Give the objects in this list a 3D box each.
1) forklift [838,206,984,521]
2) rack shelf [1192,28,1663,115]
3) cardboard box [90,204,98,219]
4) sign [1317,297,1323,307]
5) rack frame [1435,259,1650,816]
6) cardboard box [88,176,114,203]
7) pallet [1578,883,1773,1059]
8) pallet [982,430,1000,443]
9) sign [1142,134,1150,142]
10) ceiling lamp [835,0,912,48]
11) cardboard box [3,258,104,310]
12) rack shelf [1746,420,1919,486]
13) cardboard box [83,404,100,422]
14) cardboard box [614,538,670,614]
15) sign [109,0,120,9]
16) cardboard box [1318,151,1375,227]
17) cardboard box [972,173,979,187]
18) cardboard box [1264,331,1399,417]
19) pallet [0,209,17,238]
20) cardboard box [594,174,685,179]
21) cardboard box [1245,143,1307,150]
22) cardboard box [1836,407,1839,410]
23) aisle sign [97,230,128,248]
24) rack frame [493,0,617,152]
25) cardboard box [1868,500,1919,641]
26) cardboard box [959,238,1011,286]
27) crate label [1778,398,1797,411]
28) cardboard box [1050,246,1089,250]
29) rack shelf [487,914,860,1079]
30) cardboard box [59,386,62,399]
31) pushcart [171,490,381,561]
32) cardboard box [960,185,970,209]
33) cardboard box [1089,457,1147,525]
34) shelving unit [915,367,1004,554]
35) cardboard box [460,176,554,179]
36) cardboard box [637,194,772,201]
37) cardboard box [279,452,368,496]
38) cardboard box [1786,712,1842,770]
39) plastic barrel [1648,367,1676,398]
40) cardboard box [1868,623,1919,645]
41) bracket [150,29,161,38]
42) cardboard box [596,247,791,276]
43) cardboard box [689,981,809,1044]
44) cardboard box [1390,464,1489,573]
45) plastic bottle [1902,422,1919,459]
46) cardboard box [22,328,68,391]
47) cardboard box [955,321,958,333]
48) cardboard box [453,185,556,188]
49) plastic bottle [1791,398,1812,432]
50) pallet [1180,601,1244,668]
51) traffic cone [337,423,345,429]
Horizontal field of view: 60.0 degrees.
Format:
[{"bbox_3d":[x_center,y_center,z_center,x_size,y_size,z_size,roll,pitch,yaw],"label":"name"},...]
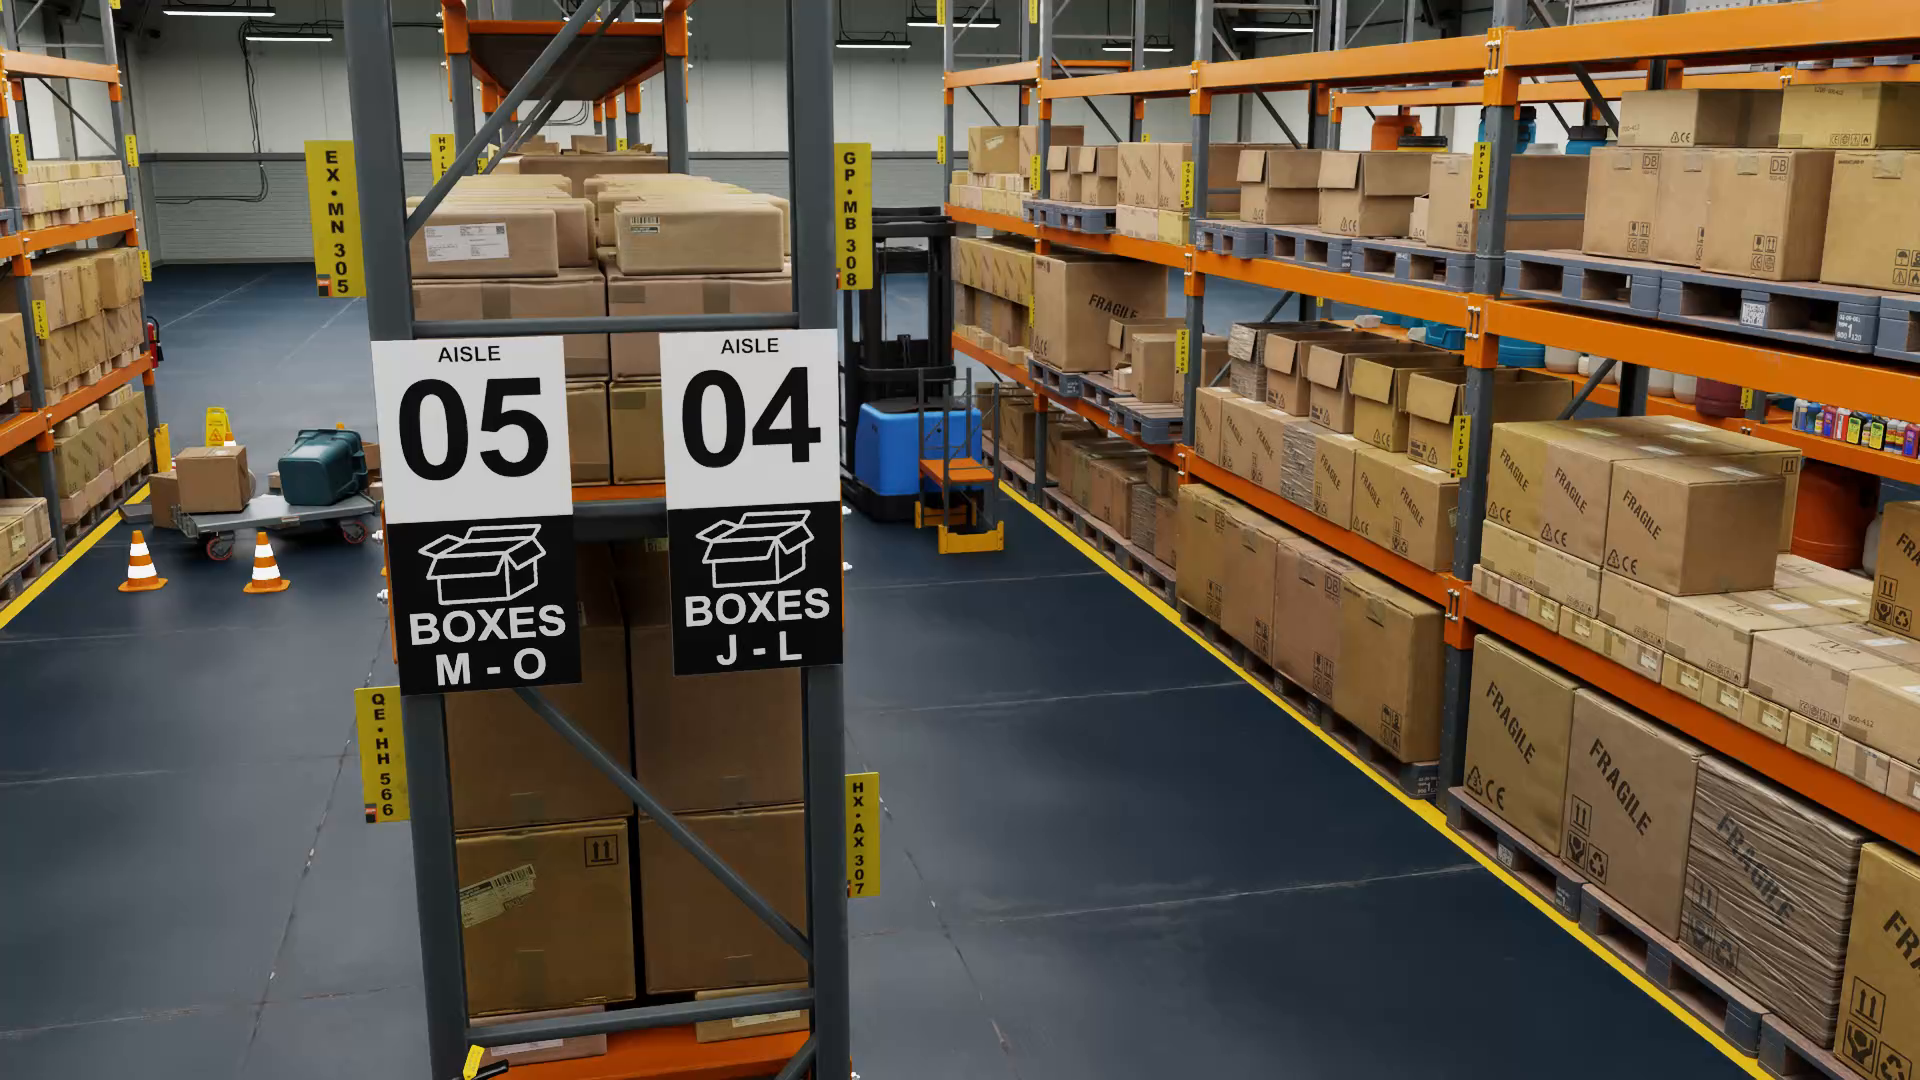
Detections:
[{"bbox_3d":[-0.693,-1.910,16.894,1.130,2.935,3.031,-4,14,-17],"label":"forklift"},{"bbox_3d":[2.660,-2.825,10.212,1.077,0.370,4.000,-3,14,-13],"label":"rack shelf"},{"bbox_3d":[-8.747,-3.242,16.409,0.380,0.149,0.250,-3,14,-14],"label":"cardboard box"},{"bbox_3d":[4.590,-3.143,21.210,0.100,0.325,0.005,-3,14,-13],"label":"sign"},{"bbox_3d":[3.130,0.007,8.903,1.000,3.000,0.127,-3,14,-13],"label":"rack frame"},{"bbox_3d":[-8.835,-3.518,16.699,0.500,0.250,0.500,-3,14,-14],"label":"cardboard box"},{"bbox_3d":[3.522,1.823,7.344,1.003,0.211,1.213,-3,14,-13],"label":"pallet"},{"bbox_3d":[0.486,-1.200,19.718,1.003,0.211,1.213,-3,14,-13],"label":"pallet"},{"bbox_3d":[1.789,-3.770,16.123,0.100,0.325,0.005,-3,14,-13],"label":"sign"},{"bbox_3d":[-2.334,-14.570,43.629,2.000,3.185,0.800,-3,14,-13],"label":"ceiling lamp"},{"bbox_3d":[-8.676,-2.431,15.934,0.700,0.500,0.500,-3,14,-14],"label":"cardboard box"},{"bbox_3d":[7.474,-0.381,12.007,1.077,0.370,4.000,-3,14,-13],"label":"rack shelf"},{"bbox_3d":[-8.418,-1.198,15.795,0.380,0.149,0.250,-2,14,-10],"label":"cardboard box"},{"bbox_3d":[-0.748,0.269,4.883,0.500,0.500,0.500,-3,14,-12],"label":"cardboard box"},{"bbox_3d":[-8.777,-5.681,17.239,0.100,0.325,0.005,-3,14,-13],"label":"sign"},{"bbox_3d":[2.692,-2.295,10.908,0.500,0.500,0.500,-3,14,-10],"label":"cardboard box"},{"bbox_3d":[0.345,-4.024,18.555,0.380,0.149,0.250,-3,14,-13],"label":"cardboard box"},{"bbox_3d":[2.497,-1.132,11.239,0.797,0.503,0.637,-3,14,-12],"label":"cardboard box"},{"bbox_3d":[-8.341,-2.504,13.255,1.213,0.211,1.003,-3,14,-13],"label":"pallet"},{"bbox_3d":[-1.376,-1.504,7.189,0.380,0.149,0.250,-4,14,-16],"label":"cardboard box"},{"bbox_3d":[2.330,-2.788,12.755,0.500,0.500,0.500,-3,14,-13],"label":"cardboard box"},{"bbox_3d":[10.453,-1.834,19.764,0.500,0.500,0.500,-3,14,-13],"label":"cardboard box"},{"bbox_3d":[-9.054,-3.503,17.789,0.394,0.787,0.004,-3,14,-13],"label":"aisle sign"},{"bbox_3d":[-3.594,-4.500,14.709,1.000,3.000,0.127,-3,14,-13],"label":"rack frame"},{"bbox_3d":[3.974,0.133,6.494,0.500,0.500,0.500,-4,14,-15],"label":"cardboard box"},{"bbox_3d":[0.286,-3.183,19.013,0.500,0.500,0.500,-3,14,-13],"label":"cardboard box"},{"bbox_3d":[7.270,-1.229,14.313,0.303,0.233,0.416,-3,14,-13],"label":"crate label"},{"bbox_3d":[1.156,-2.866,17.718,0.500,0.500,0.500,-3,14,-13],"label":"cardboard box"},{"bbox_3d":[-1.246,1.071,6.064,1.077,0.370,4.000,-3,14,-13],"label":"rack shelf"},{"bbox_3d":[-8.254,-1.311,14.823,0.380,0.149,0.250,-3,14,-12],"label":"cardboard box"},{"bbox_3d":[-6.177,-0.151,15.075,1.648,0.377,0.936,-9,16,-33],"label":"pushcart"},{"bbox_3d":[0.300,-3.902,18.896,0.500,0.250,0.500,-4,14,-14],"label":"cardboard box"},{"bbox_3d":[1.600,-0.455,15.134,0.700,0.500,0.500,-5,14,-18],"label":"cardboard box"},{"bbox_3d":[-0.018,-0.746,15.144,0.587,1.500,1.083,-3,14,-13],"label":"shelving unit"},{"bbox_3d":[-1.851,-1.416,6.827,0.380,0.149,0.250,-4,14,-16],"label":"cardboard box"},{"bbox_3d":[-0.722,-0.908,4.750,0.380,0.149,0.250,-3,14,-12],"label":"cardboard box"},{"bbox_3d":[-6.220,-0.583,16.291,0.797,0.637,0.503,-3,14,-13],"label":"cardboard box"},{"bbox_3d":[3.424,0.752,6.381,0.380,0.149,0.250,-4,14,-14],"label":"cardboard box"},{"bbox_3d":[6.457,-1.569,15.117,0.421,0.512,0.421,0,14,0],"label":"plastic barrel"},{"bbox_3d":[3.976,0.496,6.588,0.500,0.250,0.500,-4,14,-15],"label":"cardboard box"},{"bbox_3d":[-22.213,-13.967,45.873,0.235,0.232,0.430,-3,14,-13],"label":"bracket"},{"bbox_3d":[-0.750,-0.681,4.659,0.500,0.250,0.500,-3,14,-14],"label":"cardboard box"},{"bbox_3d":[-0.533,1.212,4.500,0.380,0.149,0.250,-3,14,-14],"label":"cardboard box"},{"bbox_3d":[2.754,-0.135,9.270,0.500,0.500,0.500,-3,14,-13],"label":"cardboard box"},{"bbox_3d":[7.019,-0.749,12.240,0.061,0.283,0.133,-3,14,-13],"label":"plastic bottle"},{"bbox_3d":[-8.214,-1.597,14.628,0.500,0.500,0.500,-3,14,-13],"label":"cardboard box"},{"bbox_3d":[0.147,-2.561,19.940,0.380,0.149,0.250,-3,14,-13],"label":"cardboard box"},{"bbox_3d":[-1.546,-1.115,5.596,0.380,0.149,0.250,-4,14,-15],"label":"cardboard box"},{"bbox_3d":[6.792,-1.014,13.342,0.152,0.276,0.135,-3,14,-13],"label":"plastic bottle"},{"bbox_3d":[2.302,0.624,12.249,1.003,0.211,1.213,-3,14,-13],"label":"pallet"},{"bbox_3d":[-6.967,-1.090,18.737,0.336,0.463,0.334,-3,14,-13],"label":"traffic cone"}]
